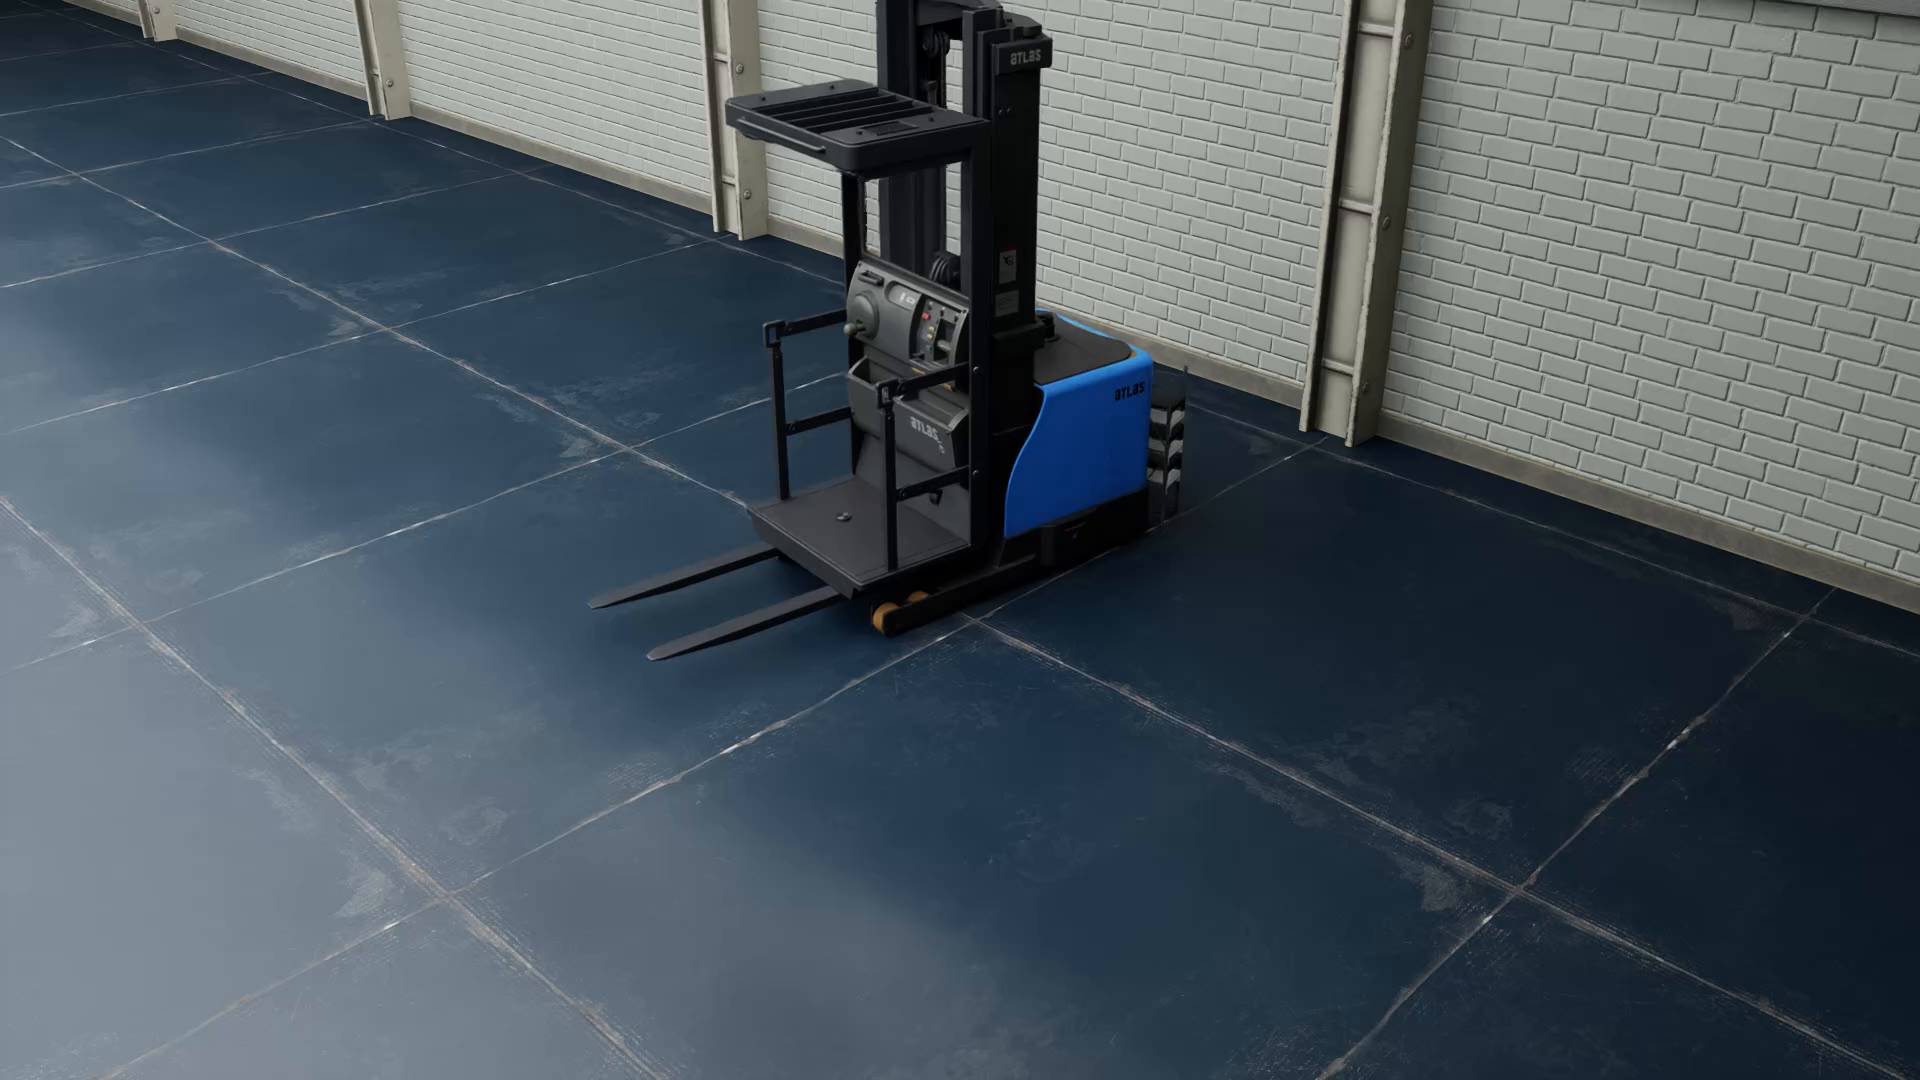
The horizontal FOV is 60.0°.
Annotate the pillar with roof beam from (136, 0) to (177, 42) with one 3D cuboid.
[{"bbox_3d":[-13.448,-9.118,16.922,0.400,9.000,9.100,25,36,38],"label":"pillar with roof beam"}]

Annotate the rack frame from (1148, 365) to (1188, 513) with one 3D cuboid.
[{"bbox_3d":[1.146,-0.585,9.395,0.240,0.900,0.006,15,31,26],"label":"rack frame"}]

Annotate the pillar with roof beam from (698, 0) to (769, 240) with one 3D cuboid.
[{"bbox_3d":[-4.891,-5.203,9.475,0.400,9.000,9.100,25,36,38],"label":"pillar with roof beam"}]

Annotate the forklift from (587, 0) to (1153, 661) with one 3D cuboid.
[{"bbox_3d":[-0.434,-1.094,8.182,3.031,2.935,1.130,-20,34,-33],"label":"forklift"}]

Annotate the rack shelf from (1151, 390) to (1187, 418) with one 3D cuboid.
[{"bbox_3d":[1.096,-0.753,9.207,0.258,0.077,0.200,15,31,26],"label":"rack shelf"}]

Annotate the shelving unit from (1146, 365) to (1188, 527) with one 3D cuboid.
[{"bbox_3d":[1.096,-0.544,9.317,0.258,0.900,0.210,15,31,26],"label":"shelving unit"}]

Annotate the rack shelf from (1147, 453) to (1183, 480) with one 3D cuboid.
[{"bbox_3d":[1.096,-0.434,9.374,0.258,0.077,0.200,15,31,26],"label":"rack shelf"}]

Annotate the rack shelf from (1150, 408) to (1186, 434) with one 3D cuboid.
[{"bbox_3d":[1.096,-0.673,9.249,0.258,0.077,0.200,15,31,26],"label":"rack shelf"}]

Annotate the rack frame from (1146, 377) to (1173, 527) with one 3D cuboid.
[{"bbox_3d":[1.046,-0.502,9.238,0.240,0.900,0.006,15,31,26],"label":"rack frame"}]

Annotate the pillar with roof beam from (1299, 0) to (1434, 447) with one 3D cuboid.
[{"bbox_3d":[-0.613,-3.245,5.752,0.400,9.000,9.100,25,36,38],"label":"pillar with roof beam"}]

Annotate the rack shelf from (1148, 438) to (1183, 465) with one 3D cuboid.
[{"bbox_3d":[1.096,-0.514,9.332,0.258,0.077,0.200,15,31,26],"label":"rack shelf"}]

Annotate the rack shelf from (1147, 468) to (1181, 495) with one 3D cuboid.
[{"bbox_3d":[1.096,-0.355,9.416,0.258,0.077,0.200,15,31,26],"label":"rack shelf"}]

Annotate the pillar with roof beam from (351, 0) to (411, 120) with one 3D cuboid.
[{"bbox_3d":[-9.170,-7.160,13.198,0.400,9.000,9.100,25,36,38],"label":"pillar with roof beam"}]

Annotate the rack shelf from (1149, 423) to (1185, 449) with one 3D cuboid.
[{"bbox_3d":[1.096,-0.594,9.290,0.258,0.077,0.200,15,31,26],"label":"rack shelf"}]
